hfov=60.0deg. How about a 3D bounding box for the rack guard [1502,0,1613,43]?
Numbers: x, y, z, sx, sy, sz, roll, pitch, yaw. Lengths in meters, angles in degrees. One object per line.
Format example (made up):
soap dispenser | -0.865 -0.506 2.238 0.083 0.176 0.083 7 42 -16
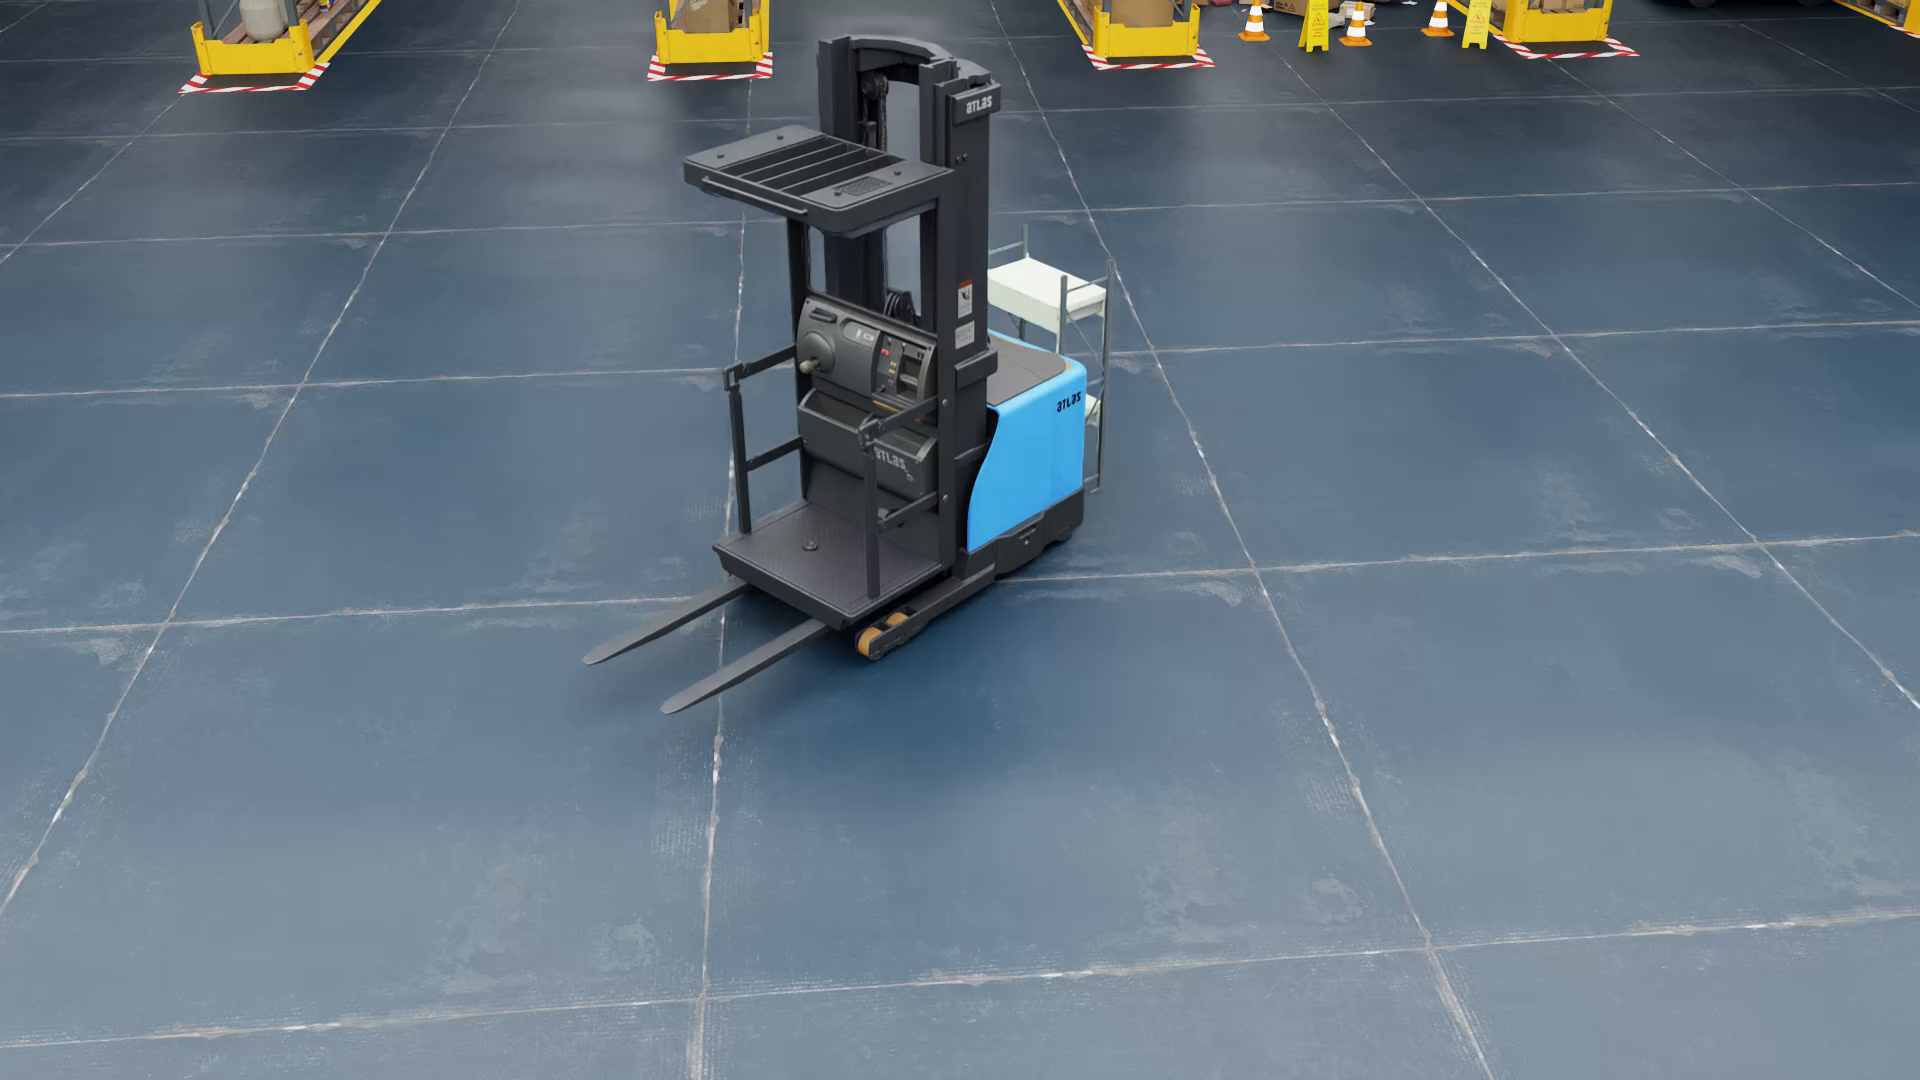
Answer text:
rack guard | 7.036 -6.167 19.588 1.175 0.500 0.348 -3 31 -5

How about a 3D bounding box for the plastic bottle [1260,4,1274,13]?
plastic bottle | 3.806 -6.677 20.869 0.133 0.061 0.283 -14 33 -22

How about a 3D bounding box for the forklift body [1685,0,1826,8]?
forklift body | 9.991 -7.958 20.975 2.313 2.155 1.214 -3 31 -5

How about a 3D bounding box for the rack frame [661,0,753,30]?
rack frame | -2.823 -6.727 18.087 1.000 3.000 0.127 -3 31 -5

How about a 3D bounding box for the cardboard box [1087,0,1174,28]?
cardboard box | 1.995 -6.524 19.410 0.875 0.875 0.875 -3 31 -4

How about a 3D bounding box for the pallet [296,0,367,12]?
pallet | -8.107 -6.990 21.246 1.003 0.211 1.213 -3 31 -5

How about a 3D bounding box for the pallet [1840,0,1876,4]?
pallet | 11.761 -7.254 21.689 1.003 0.211 1.213 -3 31 -5

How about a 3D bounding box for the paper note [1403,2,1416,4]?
paper note | 5.735 -6.848 21.185 0.142 0.019 0.148 -14 33 -22

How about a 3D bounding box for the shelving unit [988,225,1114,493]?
shelving unit | 0.486 -1.041 10.030 0.431 1.500 0.755 -24 38 -34

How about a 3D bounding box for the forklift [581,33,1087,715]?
forklift | -0.633 -0.926 8.442 1.130 2.935 3.031 25 39 35

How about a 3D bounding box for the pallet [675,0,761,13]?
pallet | -2.982 -6.606 20.604 1.003 0.211 1.213 -3 31 -5

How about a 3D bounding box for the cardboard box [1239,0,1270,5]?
cardboard box | 3.745 -6.992 21.197 0.396 0.266 0.258 2 31 4

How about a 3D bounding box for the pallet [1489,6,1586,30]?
pallet | 6.995 -6.460 20.359 1.003 0.211 1.213 -3 31 -5

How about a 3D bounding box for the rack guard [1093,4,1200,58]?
rack guard | 2.127 -5.827 19.019 1.175 0.500 0.348 -3 31 -5

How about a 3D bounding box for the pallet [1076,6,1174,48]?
pallet | 1.972 -6.120 19.791 1.003 0.211 1.213 -3 31 -5

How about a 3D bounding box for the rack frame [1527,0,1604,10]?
rack frame | 7.043 -7.202 18.882 1.000 3.000 0.127 -3 31 -5

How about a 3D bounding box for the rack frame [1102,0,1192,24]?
rack frame | 2.124 -6.913 18.398 1.000 3.000 0.127 -3 31 -5

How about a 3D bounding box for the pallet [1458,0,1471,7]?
pallet | 6.885 -7.081 21.399 1.003 0.211 1.213 -3 31 -5

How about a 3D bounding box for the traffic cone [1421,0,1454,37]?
traffic cone | 5.719 -6.270 19.796 0.336 0.463 0.334 -3 31 -5

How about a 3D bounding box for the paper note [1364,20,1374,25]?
paper note | 4.973 -6.314 20.291 0.148 0.019 0.142 -14 33 -22

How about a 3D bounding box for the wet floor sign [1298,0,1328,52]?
wet floor sign | 4.098 -5.982 19.136 0.267 0.644 0.232 -8 32 -13

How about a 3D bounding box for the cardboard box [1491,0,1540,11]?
cardboard box | 6.698 -6.614 20.169 0.500 0.250 0.500 -3 31 -5

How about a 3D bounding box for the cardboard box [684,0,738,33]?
cardboard box | -2.865 -6.154 19.155 0.500 0.500 0.500 3 31 5

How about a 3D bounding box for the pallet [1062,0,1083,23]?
pallet | 1.861 -6.742 20.831 1.003 0.211 1.213 -3 31 -5

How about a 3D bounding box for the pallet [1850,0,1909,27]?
pallet | 11.872 -6.633 20.648 1.003 0.211 1.213 -3 31 -5

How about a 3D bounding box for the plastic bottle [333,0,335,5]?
plastic bottle | -7.646 -6.623 20.144 0.097 0.271 0.097 0 31 0

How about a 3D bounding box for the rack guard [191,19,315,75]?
rack guard | -7.809 -5.453 18.392 1.175 0.500 0.348 -3 31 -5

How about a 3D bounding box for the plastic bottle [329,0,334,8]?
plastic bottle | -7.617 -6.569 20.043 0.061 0.283 0.133 -2 31 -4

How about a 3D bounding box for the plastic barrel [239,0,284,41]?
plastic barrel | -7.892 -5.934 18.776 0.421 0.512 0.421 0 31 0

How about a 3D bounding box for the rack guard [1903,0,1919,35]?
rack guard | 11.987 -6.356 19.903 1.175 0.500 0.348 -3 31 -5

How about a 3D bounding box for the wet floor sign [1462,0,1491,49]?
wet floor sign | 5.996 -6.043 19.237 0.267 0.644 0.232 8 32 13

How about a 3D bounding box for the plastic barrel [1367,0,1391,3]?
plastic barrel | 5.343 -7.078 21.186 0.512 0.421 0.421 20 36 29

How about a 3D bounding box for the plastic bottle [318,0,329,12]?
plastic bottle | -7.614 -6.448 19.851 0.097 0.271 0.097 0 31 0

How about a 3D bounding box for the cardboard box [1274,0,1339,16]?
cardboard box | 4.359 -6.905 20.820 0.637 0.503 0.797 27 40 37

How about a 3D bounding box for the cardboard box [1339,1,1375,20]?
cardboard box | 4.910 -6.550 20.570 0.380 0.149 0.250 13 33 21

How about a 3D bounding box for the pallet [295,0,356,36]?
pallet | -7.990 -6.365 20.201 1.003 0.211 1.213 -3 31 -5

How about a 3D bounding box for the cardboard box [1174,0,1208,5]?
cardboard box | 2.917 -7.140 21.213 0.500 0.500 0.500 2 31 4

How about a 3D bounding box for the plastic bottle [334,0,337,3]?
plastic bottle | -7.655 -6.674 20.230 0.097 0.271 0.097 0 31 0

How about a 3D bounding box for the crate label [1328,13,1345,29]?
crate label | 4.510 -6.302 20.167 0.250 0.136 0.298 -20 36 -30

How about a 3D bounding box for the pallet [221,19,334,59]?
pallet | -7.879 -5.744 19.161 1.003 0.211 1.213 -3 31 -5

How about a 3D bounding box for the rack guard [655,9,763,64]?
rack guard | -2.831 -5.692 18.793 1.175 0.500 0.348 -3 31 -5

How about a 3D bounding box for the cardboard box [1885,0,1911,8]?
cardboard box | 11.626 -6.666 20.257 0.500 0.250 0.500 -3 31 -4

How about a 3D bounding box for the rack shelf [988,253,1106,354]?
rack shelf | 0.486 -1.376 9.829 0.431 0.370 0.720 -24 38 -34

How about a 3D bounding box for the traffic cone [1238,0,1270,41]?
traffic cone | 3.489 -6.163 19.617 0.336 0.463 0.334 -3 31 -5

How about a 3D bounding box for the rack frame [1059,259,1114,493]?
rack frame | 0.723 -0.898 9.790 0.400 1.500 0.023 -24 38 -34

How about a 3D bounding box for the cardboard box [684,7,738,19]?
cardboard box | -2.955 -6.457 19.663 0.500 0.500 0.500 5 31 8

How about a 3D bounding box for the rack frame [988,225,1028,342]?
rack frame | 0.249 -1.184 10.269 0.400 1.500 0.023 -24 38 -34

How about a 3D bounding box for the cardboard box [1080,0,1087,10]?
cardboard box | 1.911 -6.973 20.162 0.875 0.875 0.875 -3 31 -5

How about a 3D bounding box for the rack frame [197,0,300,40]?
rack frame | -7.755 -6.490 17.690 1.000 3.000 0.127 -3 31 -5

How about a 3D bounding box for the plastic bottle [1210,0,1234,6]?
plastic bottle | 3.336 -6.843 21.146 0.283 0.061 0.133 -14 33 -22

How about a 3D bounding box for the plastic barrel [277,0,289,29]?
plastic barrel | -7.939 -6.190 19.205 0.421 0.512 0.421 0 31 0

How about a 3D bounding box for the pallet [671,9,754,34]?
pallet | -2.871 -5.985 19.564 1.003 0.211 1.213 -3 31 -5

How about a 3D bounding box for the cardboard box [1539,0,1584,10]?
cardboard box | 7.243 -6.627 20.191 0.500 0.250 0.500 -3 31 -5

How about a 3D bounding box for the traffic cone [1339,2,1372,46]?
traffic cone | 4.645 -6.043 19.417 0.336 0.463 0.334 -3 31 -5

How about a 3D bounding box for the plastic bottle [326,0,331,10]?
plastic bottle | -7.624 -6.471 19.957 0.097 0.201 0.097 0 31 0

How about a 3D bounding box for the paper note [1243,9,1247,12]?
paper note | 3.565 -6.647 20.868 0.032 0.001 0.123 13 33 21

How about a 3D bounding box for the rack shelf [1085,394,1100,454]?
rack shelf | 0.486 -0.761 10.197 0.431 0.370 0.720 -24 38 -34
